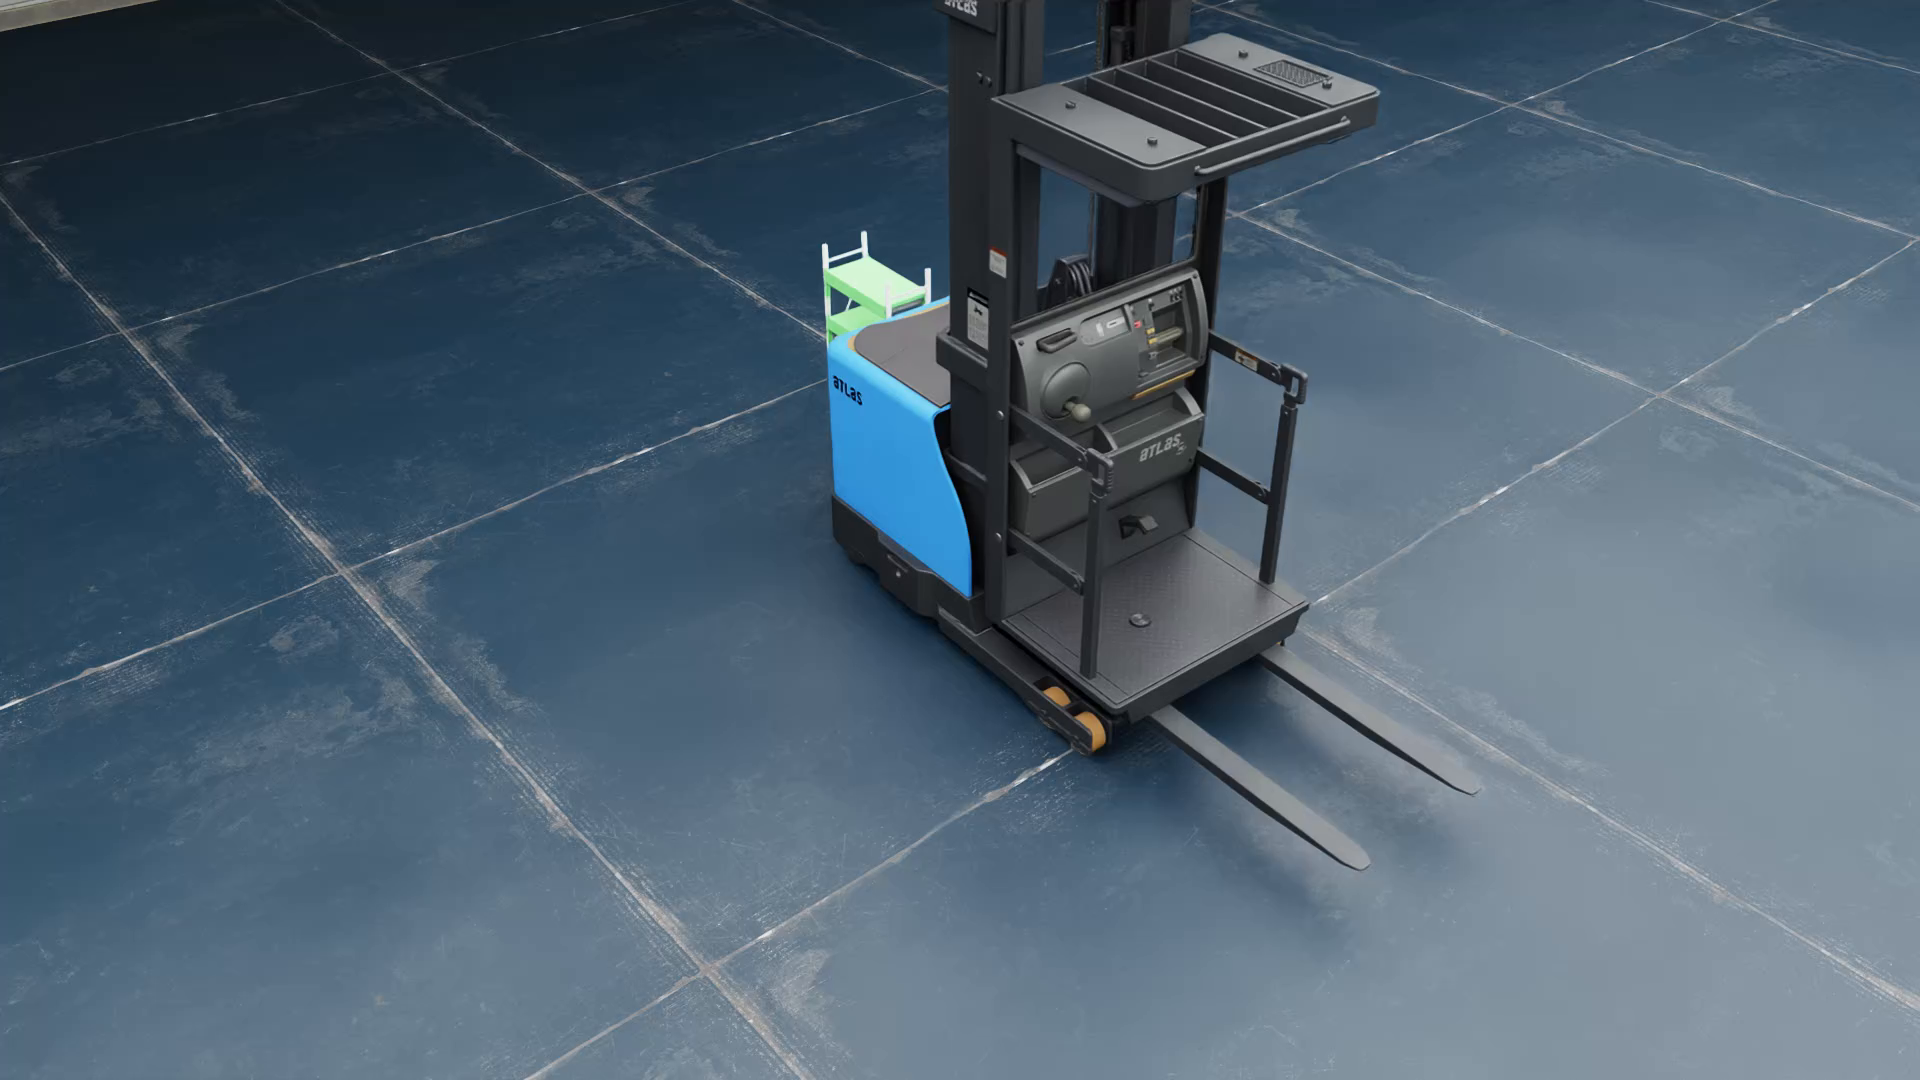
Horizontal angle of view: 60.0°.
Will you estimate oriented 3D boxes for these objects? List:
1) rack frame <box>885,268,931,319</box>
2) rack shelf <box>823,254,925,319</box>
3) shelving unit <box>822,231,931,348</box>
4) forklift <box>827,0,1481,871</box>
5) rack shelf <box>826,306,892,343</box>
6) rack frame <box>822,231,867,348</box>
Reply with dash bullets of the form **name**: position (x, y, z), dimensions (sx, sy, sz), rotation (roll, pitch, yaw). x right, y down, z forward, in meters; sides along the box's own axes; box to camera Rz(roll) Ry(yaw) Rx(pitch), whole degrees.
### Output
- **rack frame**: position (-0.229, -0.671, 7.660), dimensions (0.240, 1.200, 0.015), rotation (-24, 42, -30)
- **rack shelf**: position (-0.380, -1.122, 7.576), dimensions (0.258, 0.148, 0.480), rotation (-24, 42, -30)
- **shelving unit**: position (-0.380, -0.782, 7.816), dimensions (0.258, 1.200, 0.503), rotation (-24, 42, -30)
- **forklift**: position (0.717, -0.678, 6.172), dimensions (1.130, 2.935, 3.031), rotation (-24, 42, -30)
- **rack shelf**: position (-0.380, -0.926, 7.715), dimensions (0.258, 0.148, 0.480), rotation (-24, 42, -30)
- **rack frame**: position (-0.530, -0.893, 7.973), dimensions (0.240, 1.200, 0.015), rotation (-24, 42, -30)
